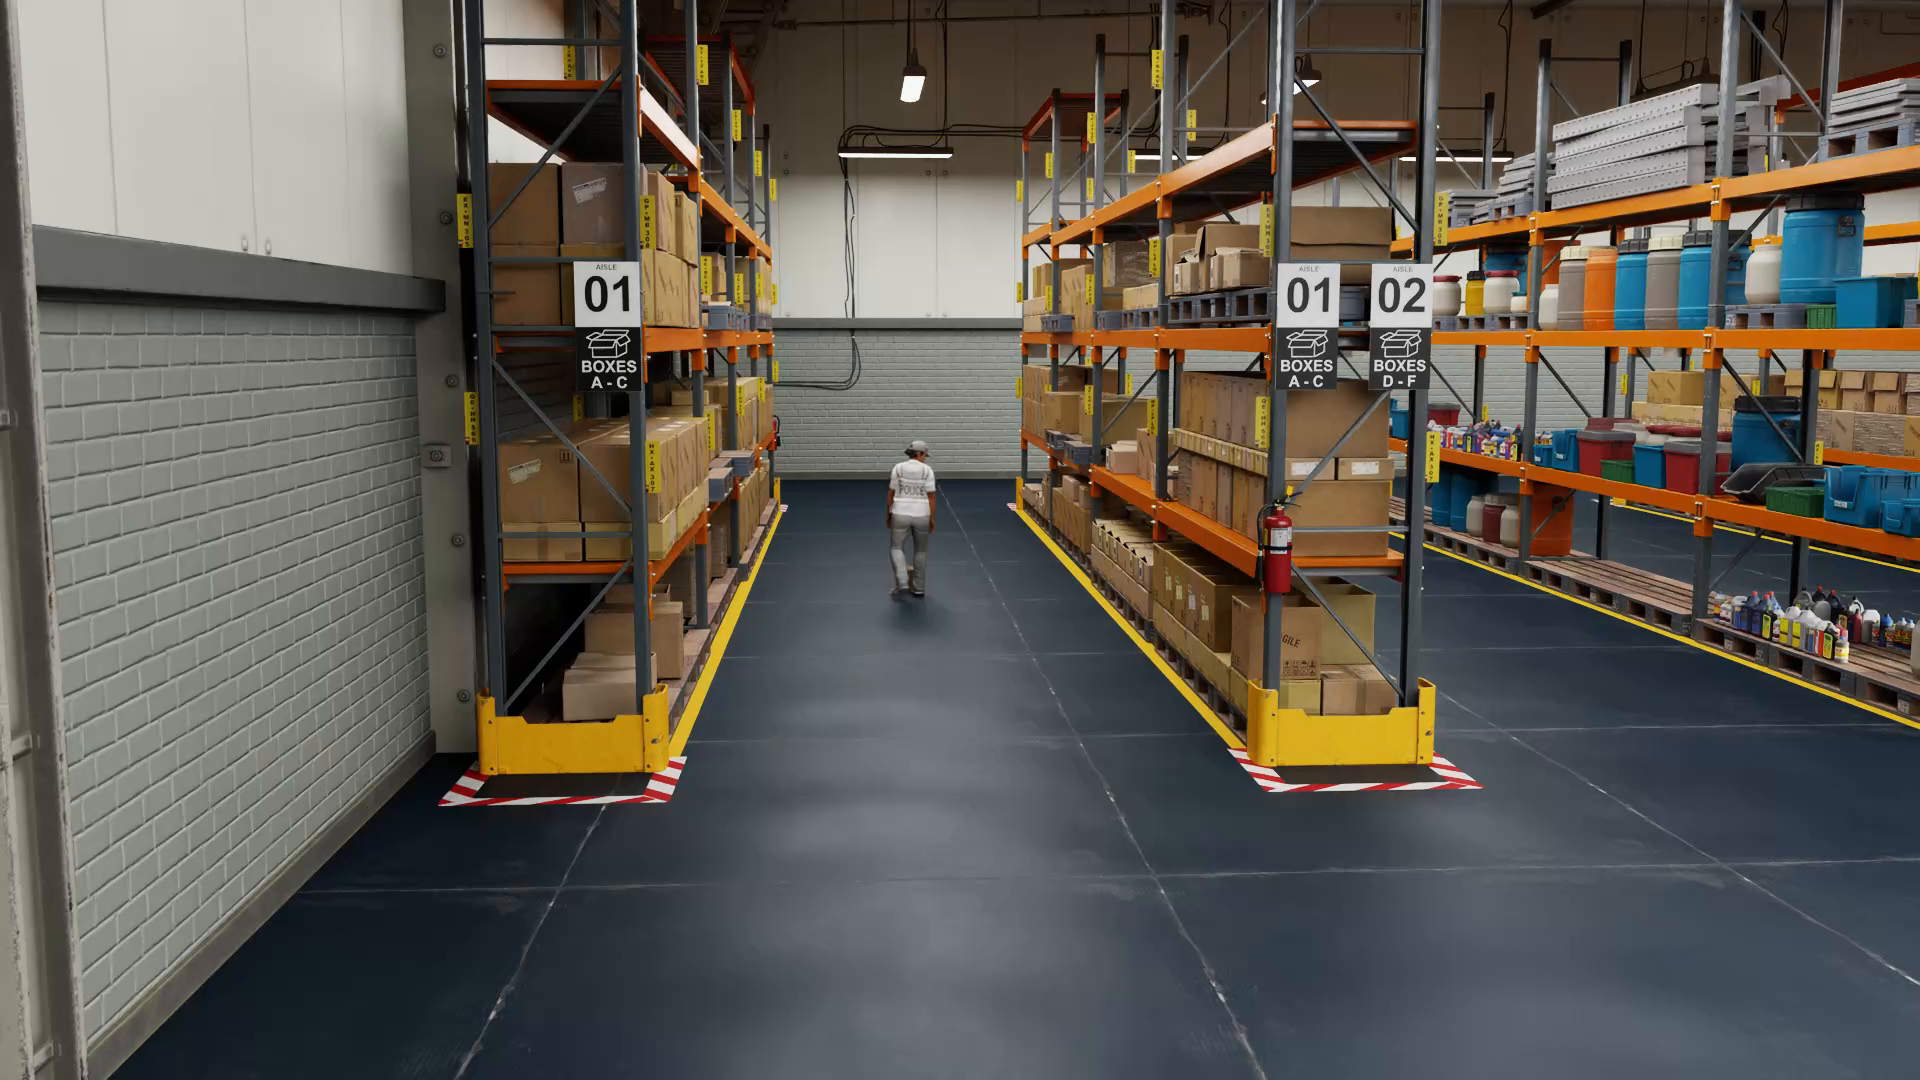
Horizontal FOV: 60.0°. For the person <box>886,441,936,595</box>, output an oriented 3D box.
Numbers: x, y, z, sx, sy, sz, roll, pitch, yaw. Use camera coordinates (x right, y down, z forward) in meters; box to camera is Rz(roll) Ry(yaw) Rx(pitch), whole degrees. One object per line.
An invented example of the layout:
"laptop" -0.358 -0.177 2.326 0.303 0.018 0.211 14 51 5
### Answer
"person" -0.513 -0.222 17.497 0.509 1.646 0.714 -1 7 -9
